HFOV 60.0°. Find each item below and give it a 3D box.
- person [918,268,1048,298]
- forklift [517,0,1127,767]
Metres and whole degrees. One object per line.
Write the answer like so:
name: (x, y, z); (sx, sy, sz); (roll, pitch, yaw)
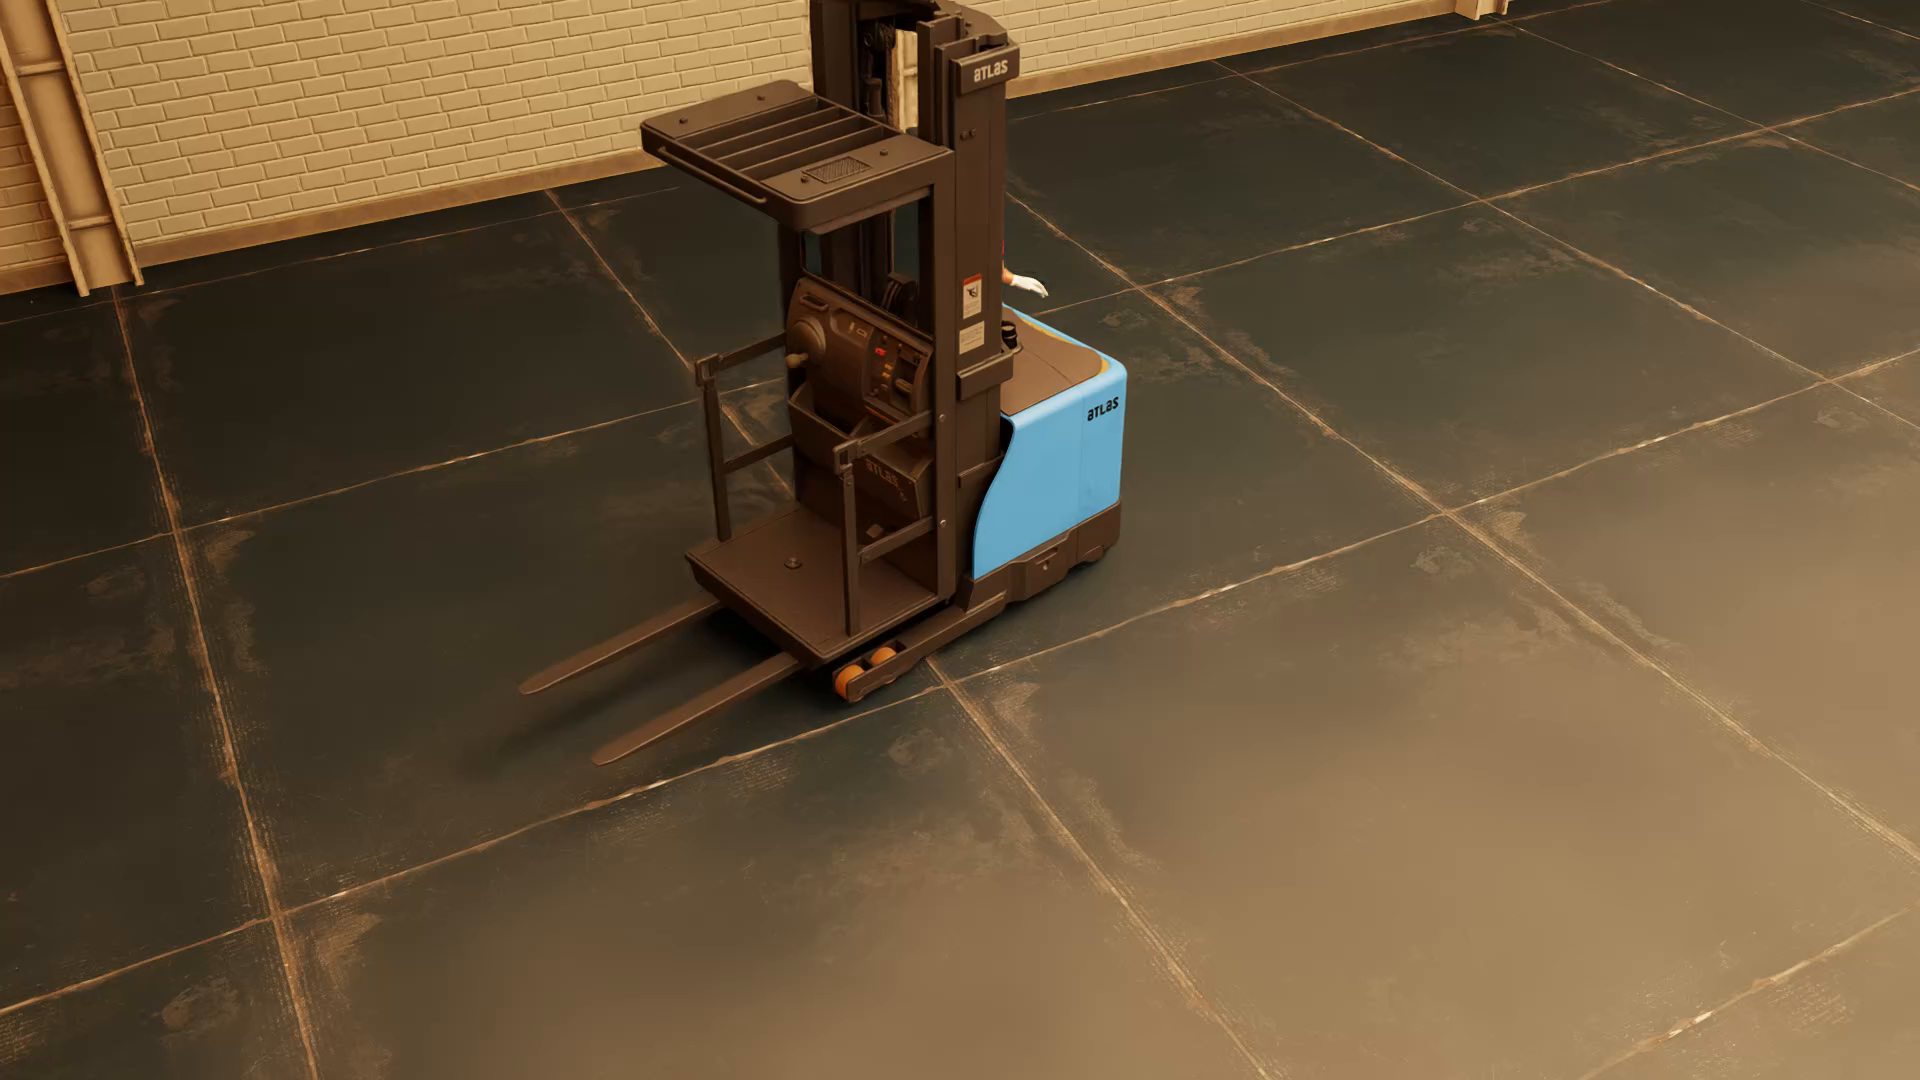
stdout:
person: (0.116, -1.001, 8.717); (1.004, 1.591, 1.158); (6, 36, 9)
forklift: (-0.612, -0.798, 7.252); (3.031, 2.935, 1.130); (-27, 44, -33)
